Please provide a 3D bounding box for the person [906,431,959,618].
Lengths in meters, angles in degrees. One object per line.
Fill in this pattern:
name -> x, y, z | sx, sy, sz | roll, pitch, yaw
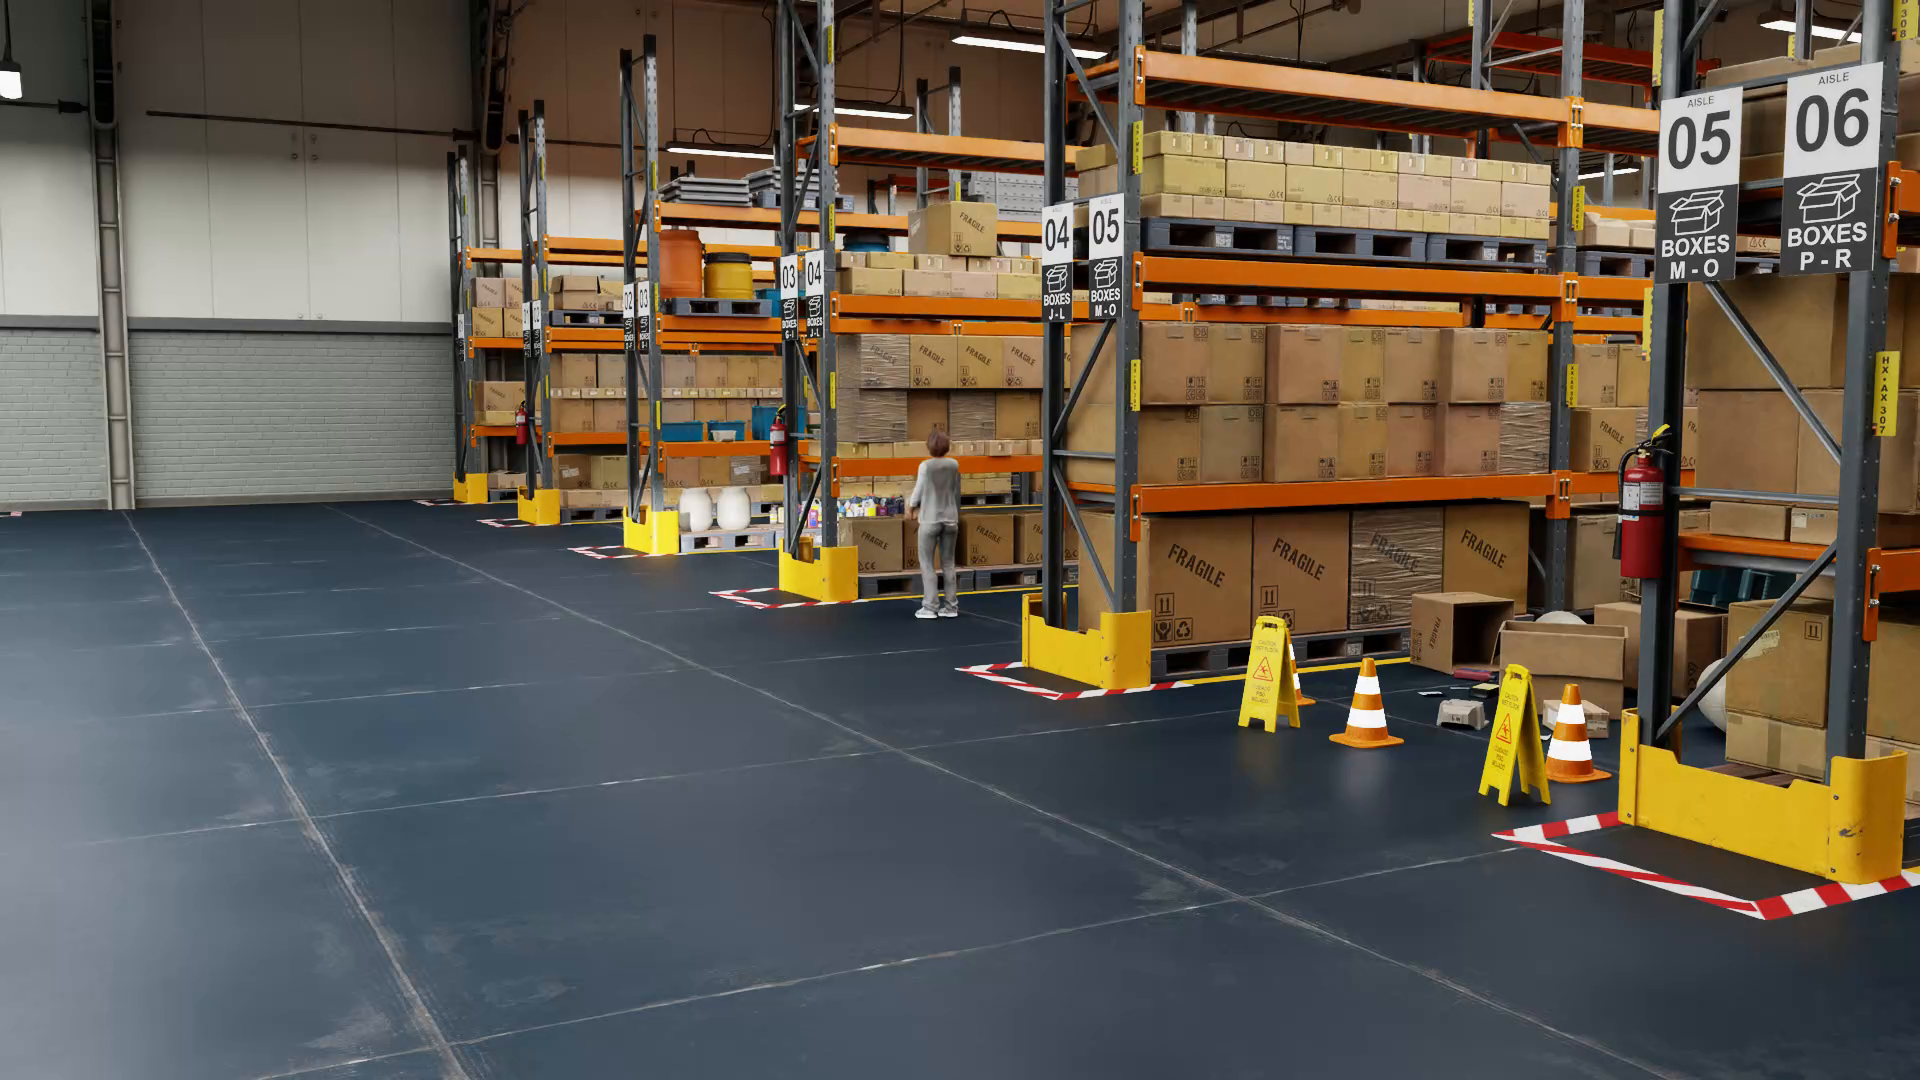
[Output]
person -> -0.231, -0.137, 14.188 | 0.425, 1.596, 0.489 | -3, 6, -29
